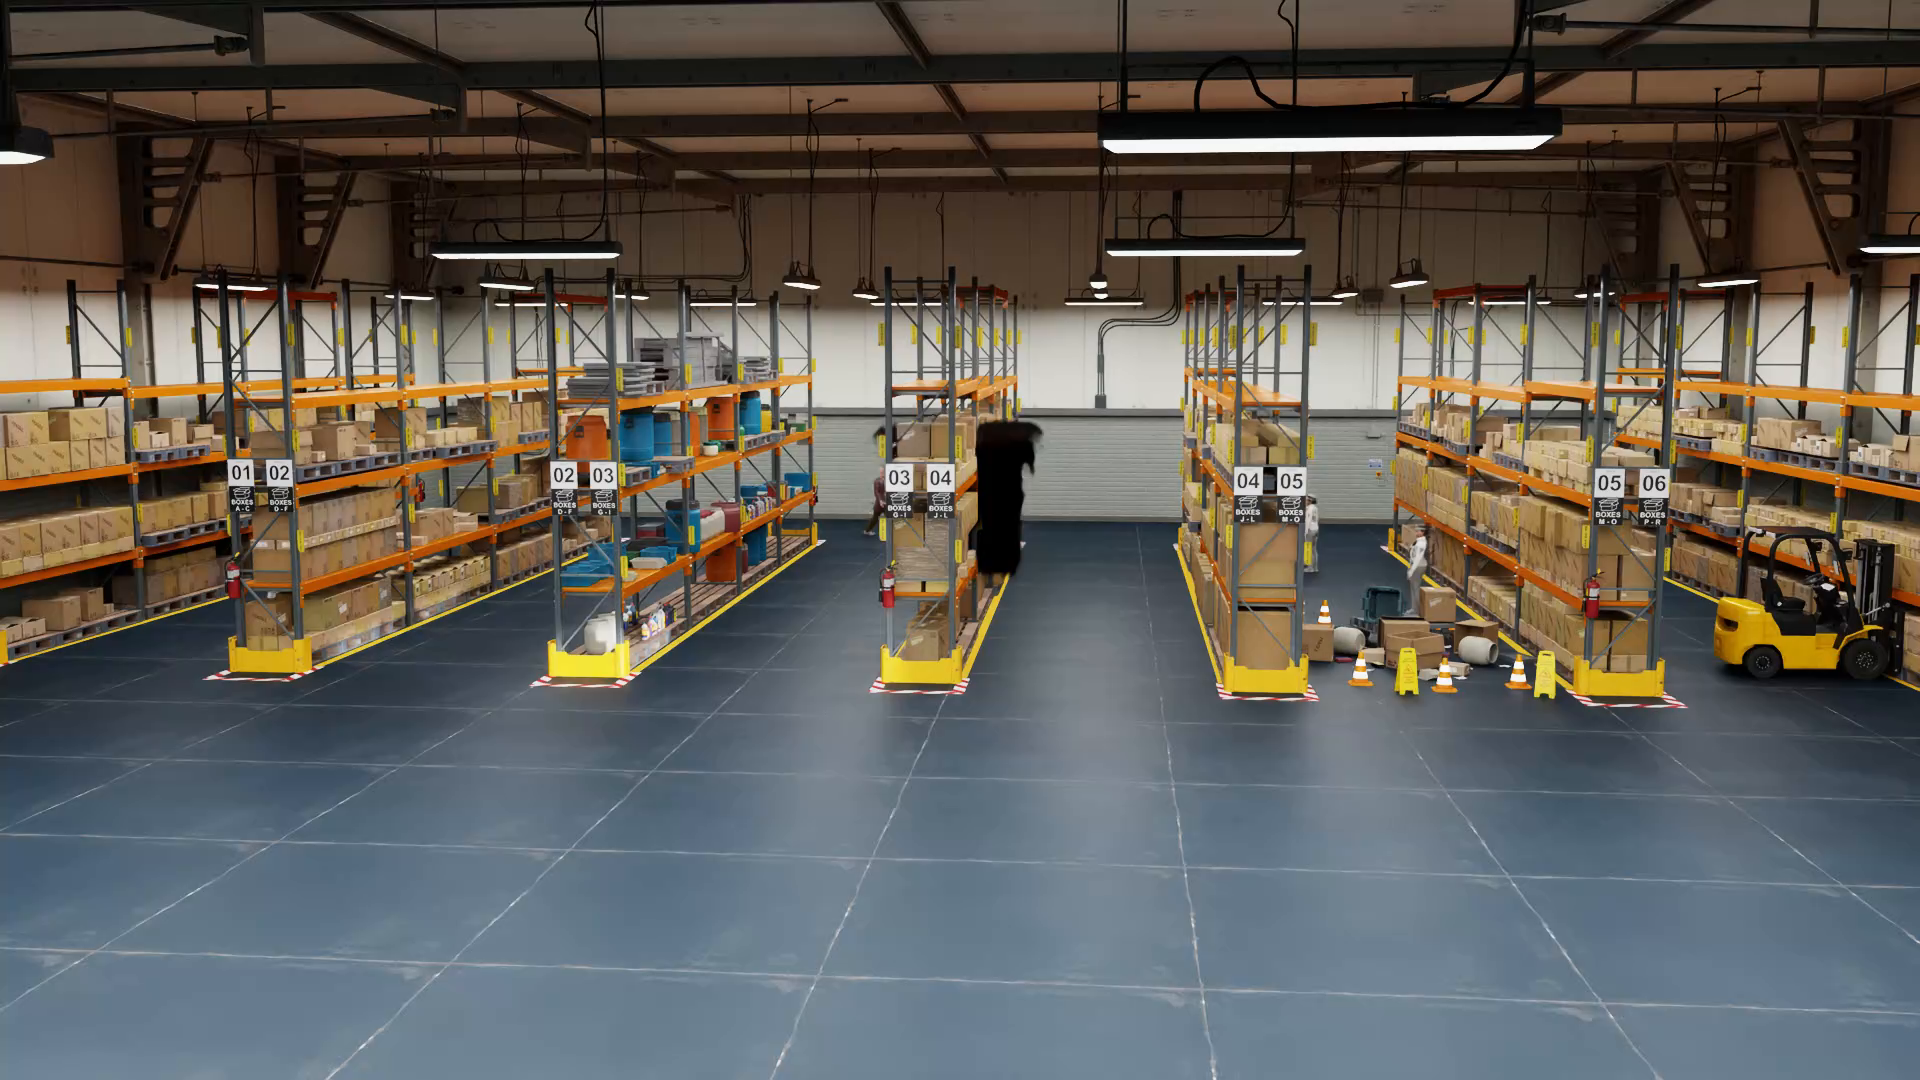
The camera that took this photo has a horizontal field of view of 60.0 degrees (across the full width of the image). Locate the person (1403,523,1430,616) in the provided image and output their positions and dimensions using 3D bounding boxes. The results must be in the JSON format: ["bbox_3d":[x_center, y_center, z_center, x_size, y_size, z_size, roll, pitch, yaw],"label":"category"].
[{"bbox_3d":[8.224,0.553,29.985,0.421,1.719,0.533,4,8,31],"label":"person"}]

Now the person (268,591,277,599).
[{"bbox_3d":[-12.376,0.484,30.311,0.673,1.834,0.617,-4,8,-32],"label":"person"}]

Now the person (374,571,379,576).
[{"bbox_3d":[-11.892,0.135,33.280,0.779,1.808,0.877,1,7,4],"label":"person"}]

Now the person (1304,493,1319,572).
[{"bbox_3d":[7.495,-0.149,35.603,0.338,1.697,0.565,4,8,33],"label":"person"}]

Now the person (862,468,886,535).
[{"bbox_3d":[-1.896,-0.960,41.901,1.095,1.728,0.679,1,7,12],"label":"person"}]
